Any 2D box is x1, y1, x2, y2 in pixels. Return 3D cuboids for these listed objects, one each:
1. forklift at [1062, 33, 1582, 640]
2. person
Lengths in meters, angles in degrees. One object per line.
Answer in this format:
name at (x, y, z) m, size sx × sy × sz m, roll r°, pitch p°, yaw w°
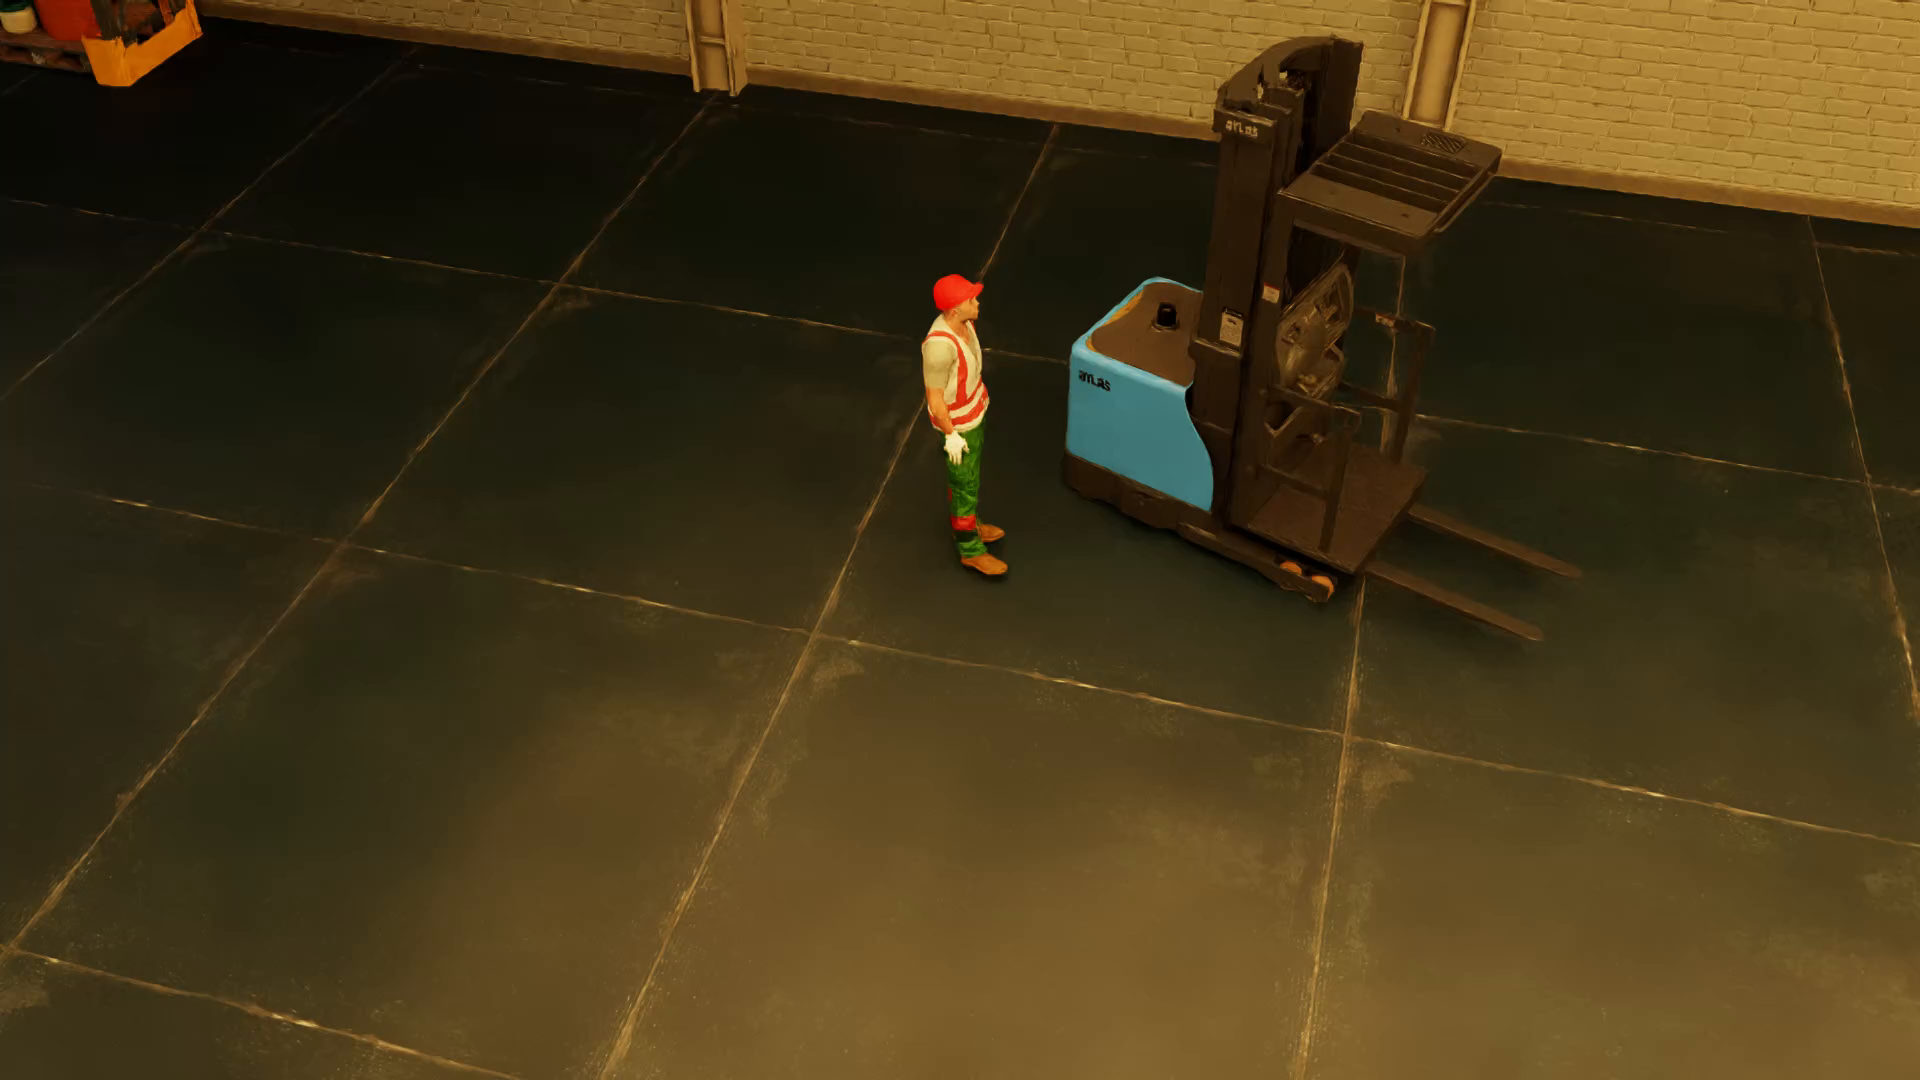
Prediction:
forklift at (2.137, -1.138, 9.160) m, size 3.031 × 2.935 × 1.130 m, roll 25°, pitch 47°, yaw 26°
person at (0.079, -0.690, 9.445) m, size 0.556 × 1.787 × 0.635 m, roll 10°, pitch 42°, yaw 11°
